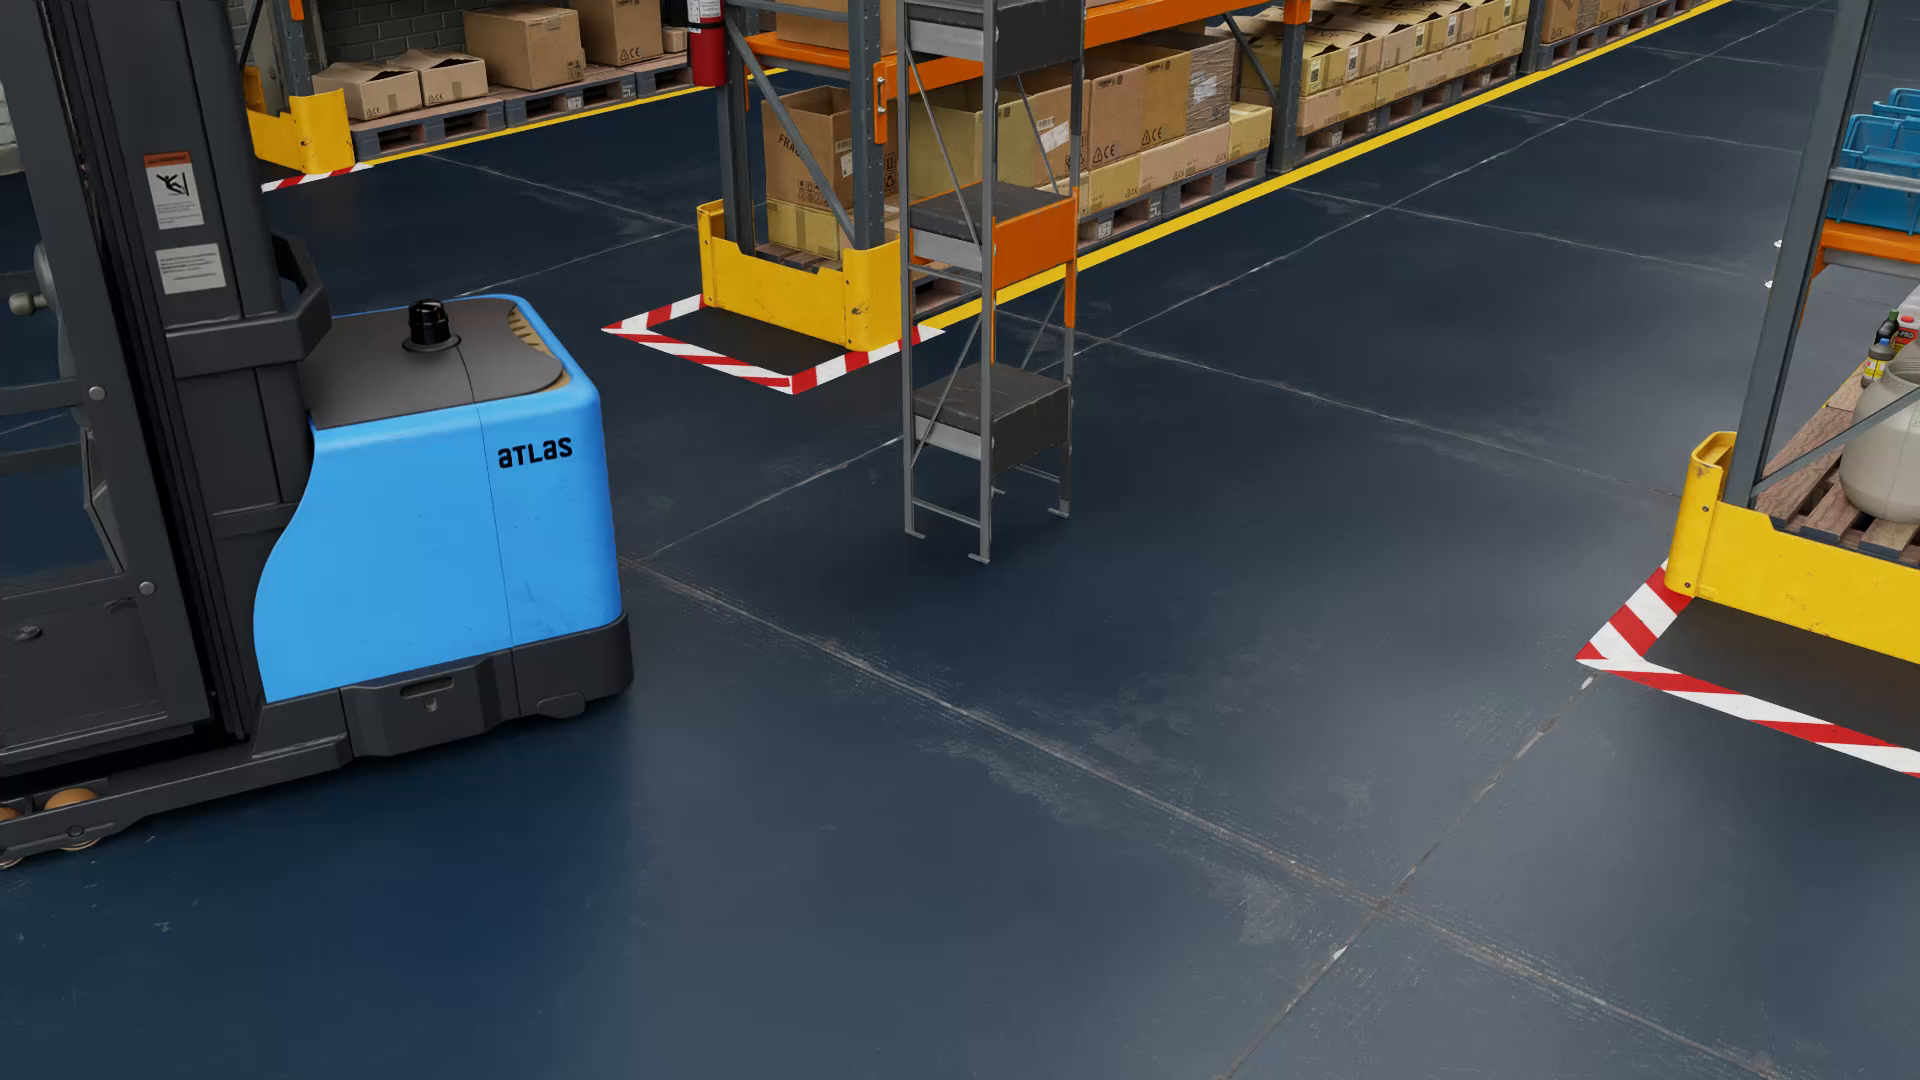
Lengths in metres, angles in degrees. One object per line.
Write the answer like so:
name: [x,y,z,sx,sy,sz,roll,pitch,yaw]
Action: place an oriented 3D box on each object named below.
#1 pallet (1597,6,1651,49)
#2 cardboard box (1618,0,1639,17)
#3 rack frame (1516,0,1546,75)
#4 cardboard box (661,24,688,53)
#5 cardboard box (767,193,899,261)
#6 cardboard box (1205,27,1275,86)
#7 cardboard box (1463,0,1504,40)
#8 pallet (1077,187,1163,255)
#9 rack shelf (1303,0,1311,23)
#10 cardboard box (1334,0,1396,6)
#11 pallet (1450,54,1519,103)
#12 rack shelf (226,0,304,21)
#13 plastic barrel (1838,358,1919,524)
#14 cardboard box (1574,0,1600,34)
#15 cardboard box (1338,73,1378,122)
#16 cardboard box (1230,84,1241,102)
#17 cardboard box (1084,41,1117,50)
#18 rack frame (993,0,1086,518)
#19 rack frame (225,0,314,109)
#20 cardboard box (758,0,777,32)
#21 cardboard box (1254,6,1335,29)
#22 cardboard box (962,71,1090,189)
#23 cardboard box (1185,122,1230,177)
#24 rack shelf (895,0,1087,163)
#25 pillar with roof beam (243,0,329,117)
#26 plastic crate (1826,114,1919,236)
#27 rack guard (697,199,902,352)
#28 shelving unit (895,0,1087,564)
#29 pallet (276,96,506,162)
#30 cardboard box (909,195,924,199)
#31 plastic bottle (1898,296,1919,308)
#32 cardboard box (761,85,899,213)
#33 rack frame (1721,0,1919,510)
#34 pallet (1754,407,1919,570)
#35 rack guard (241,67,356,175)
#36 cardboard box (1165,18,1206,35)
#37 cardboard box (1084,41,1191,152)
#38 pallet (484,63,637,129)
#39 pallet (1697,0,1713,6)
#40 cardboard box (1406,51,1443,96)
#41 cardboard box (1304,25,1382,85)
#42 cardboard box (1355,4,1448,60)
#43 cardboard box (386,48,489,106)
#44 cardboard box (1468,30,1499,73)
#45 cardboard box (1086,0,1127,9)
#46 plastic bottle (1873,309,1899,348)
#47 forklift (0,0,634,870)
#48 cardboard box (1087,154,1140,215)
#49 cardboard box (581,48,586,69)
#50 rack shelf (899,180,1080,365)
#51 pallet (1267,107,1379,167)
pallet: [5.587,-4.747,15.197,1.003,0.211,1.213,21,34,34]
cardboard box: [5.796,-5.015,14.920,0.500,0.500,0.500,19,33,33]
rack frame: [4.306,-5.301,13.233,1.000,3.000,0.127,21,34,34]
cardboard box: [-2.380,-4.068,13.454,0.380,0.166,0.250,16,31,28]
cardboard box: [-0.669,-1.707,8.820,0.500,0.250,0.500,21,34,34]
cardboard box: [1.798,-3.325,11.338,0.500,0.311,0.500,21,34,34]
cardboard box: [3.838,-4.072,12.782,0.500,0.311,0.500,20,34,34]
pallet: [0.448,-1.940,9.771,1.003,0.211,1.213,21,34,34]
rack shelf: [3.034,-4.273,12.028,1.077,0.370,4.000,21,34,34]
cardboard box: [3.093,-4.047,12.733,0.500,0.311,0.500,20,33,33]
pallet: [3.753,-3.782,13.332,1.003,0.211,1.213,21,34,34]
rack shelf: [-3.335,-4.301,12.082,1.077,0.370,4.000,21,34,34]
plastic barrel: [3.397,-0.353,5.919,0.421,0.512,0.421,0,27,0]
cardboard box: [5.145,-4.652,14.219,0.500,0.500,0.500,19,33,33]
cardboard box: [2.536,-3.100,11.513,0.500,0.250,0.500,22,34,36]
cardboard box: [1.802,-3.080,11.475,0.500,0.250,0.500,20,34,34]
cardboard box: [0.590,-2.754,10.028,0.500,0.500,0.500,21,34,34]
rack frame: [0.261,-1.078,6.048,0.400,2.100,0.015,21,34,34]
rack frame: [-4.607,-3.911,10.546,1.000,3.000,0.127,21,34,34]
cardboard box: [-1.607,-4.681,14.275,0.700,0.500,0.500,22,35,36]
cardboard box: [2.444,-3.687,12.038,0.500,0.311,0.500,21,34,34]
cardboard box: [0.355,-2.247,9.049,0.500,0.500,0.500,21,34,34]
cardboard box: [1.310,-2.446,10.249,0.500,0.250,0.500,21,34,34]
rack shelf: [0.105,-1.601,5.566,0.431,0.518,0.480,21,34,34]
pillar with roof beam: [-1.507,-5.819,7.704,9.100,9.000,0.400,21,34,34]
plastic crate: [3.125,-1.215,5.496,0.499,0.251,0.616,21,34,34]
rack guard: [-0.797,-1.346,8.308,1.175,0.500,0.348,21,34,34]
shelving unit: [0.105,-0.991,5.881,0.431,2.100,0.503,21,34,34]
pallet: [-4.015,-2.977,11.776,1.003,0.211,1.213,21,34,34]
cardboard box: [0.046,-1.734,8.872,0.500,0.250,0.500,21,34,34]
plastic bottle: [4.137,-0.911,7.233,0.152,0.276,0.135,20,33,33]
cardboard box: [-0.671,-2.040,8.649,0.500,0.500,0.500,21,34,34]
rack frame: [3.038,-1.016,4.949,1.000,3.000,0.127,21,34,34]
pallet: [3.571,-0.105,6.222,1.003,0.211,1.213,21,34,34]
rack guard: [-4.559,-2.828,11.173,1.175,0.500,0.348,21,34,34]
cardboard box: [1.226,-3.109,10.714,0.500,0.500,0.500,21,34,34]
cardboard box: [0.994,-2.601,9.732,0.500,0.500,0.500,21,34,34]
pallet: [-3.238,-3.408,12.608,1.003,0.211,1.213,21,34,34]
pallet: [7.288,-5.724,17.085,1.003,0.211,1.213,21,34,34]
cardboard box: [3.188,-3.464,12.218,0.500,0.250,0.500,22,34,35]
cardboard box: [2.540,-3.347,11.381,0.500,0.311,0.500,20,34,34]
cardboard box: [3.194,-3.717,12.095,0.500,0.311,0.500,22,34,36]
cardboard box: [-3.735,-3.334,11.877,0.500,0.311,0.500,24,36,38]
cardboard box: [3.835,-3.825,12.915,0.500,0.250,0.500,20,34,34]
cardboard box: [0.507,-3.221,9.103,0.700,0.500,0.500,22,35,36]
plastic bottle: [3.928,-0.831,7.069,0.061,0.283,0.133,22,34,36]
forklift: [-2.584,-0.683,4.381,3.031,2.935,1.130,-13,30,-23]
cardboard box: [0.686,-2.087,9.554,0.500,0.250,0.500,21,34,34]
cardboard box: [-3.096,-3.698,12.757,0.380,0.149,0.250,18,32,30]
rack shelf: [0.105,-0.979,5.887,0.431,0.518,0.480,21,34,34]
pallet: [2.201,-2.917,11.659,1.003,0.211,1.213,21,34,34]
